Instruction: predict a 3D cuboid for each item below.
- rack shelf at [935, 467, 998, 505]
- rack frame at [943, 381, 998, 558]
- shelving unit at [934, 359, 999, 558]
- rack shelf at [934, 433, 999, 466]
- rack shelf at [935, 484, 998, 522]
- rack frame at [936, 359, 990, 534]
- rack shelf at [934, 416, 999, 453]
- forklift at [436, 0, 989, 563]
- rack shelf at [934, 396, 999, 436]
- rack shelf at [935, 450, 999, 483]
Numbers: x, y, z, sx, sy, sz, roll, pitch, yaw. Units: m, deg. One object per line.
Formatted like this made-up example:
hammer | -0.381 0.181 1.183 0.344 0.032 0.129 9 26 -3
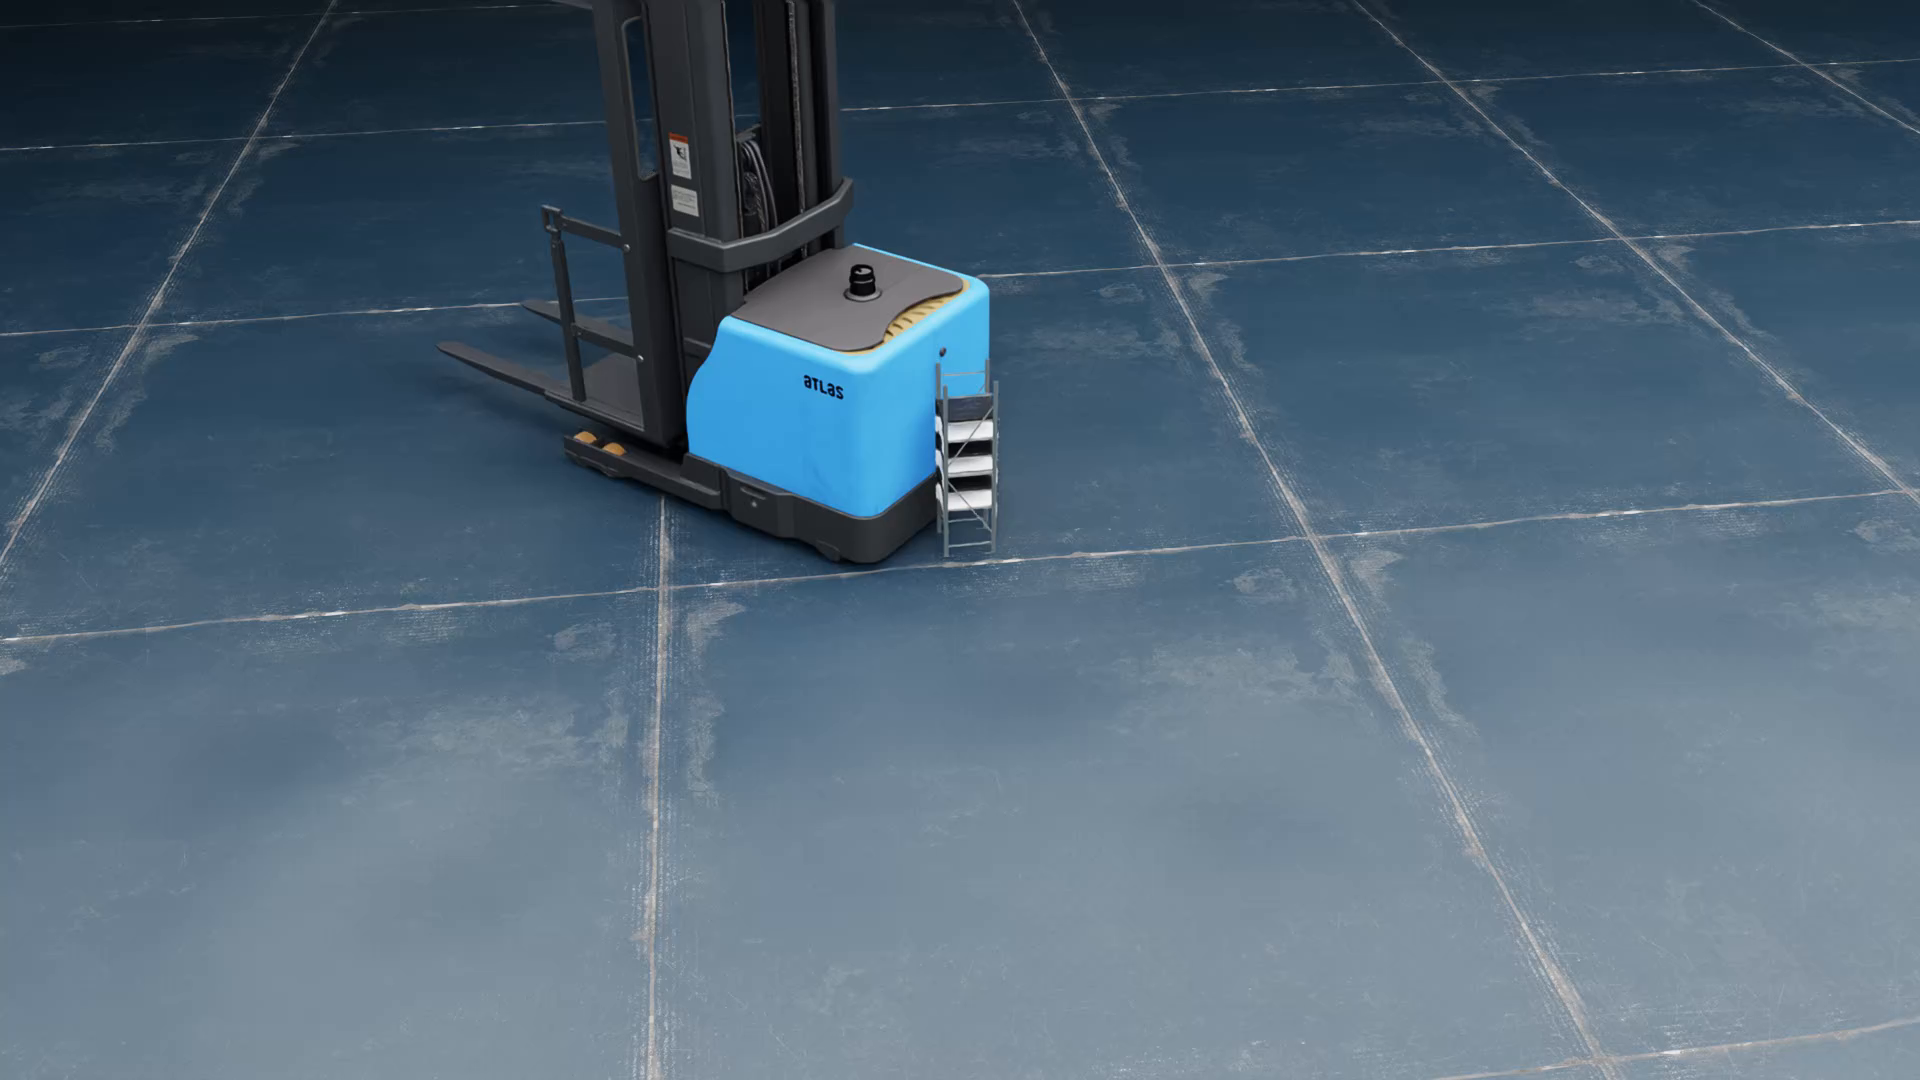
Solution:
rack shelf | 0.028 -0.255 7.545 0.258 0.077 0.200 -5 35 -8
rack frame | 0.045 -0.301 7.392 0.240 0.900 0.006 -5 35 -8
shelving unit | 0.029 -0.357 7.475 0.258 0.900 0.210 -5 35 -8
rack shelf | 0.029 -0.404 7.443 0.258 0.077 0.200 -5 35 -8
rack shelf | 0.028 -0.181 7.595 0.258 0.077 0.200 -5 35 -8
rack frame | 0.012 -0.414 7.558 0.240 0.900 0.006 -5 35 -8
rack shelf | 0.029 -0.479 7.393 0.258 0.077 0.200 -5 35 -8
forklift | -1.358 -1.745 7.708 3.031 2.935 1.130 21 39 28
rack shelf | 0.029 -0.553 7.342 0.258 0.077 0.200 -5 35 -8
rack shelf | 0.028 -0.330 7.494 0.258 0.077 0.200 -5 35 -8
